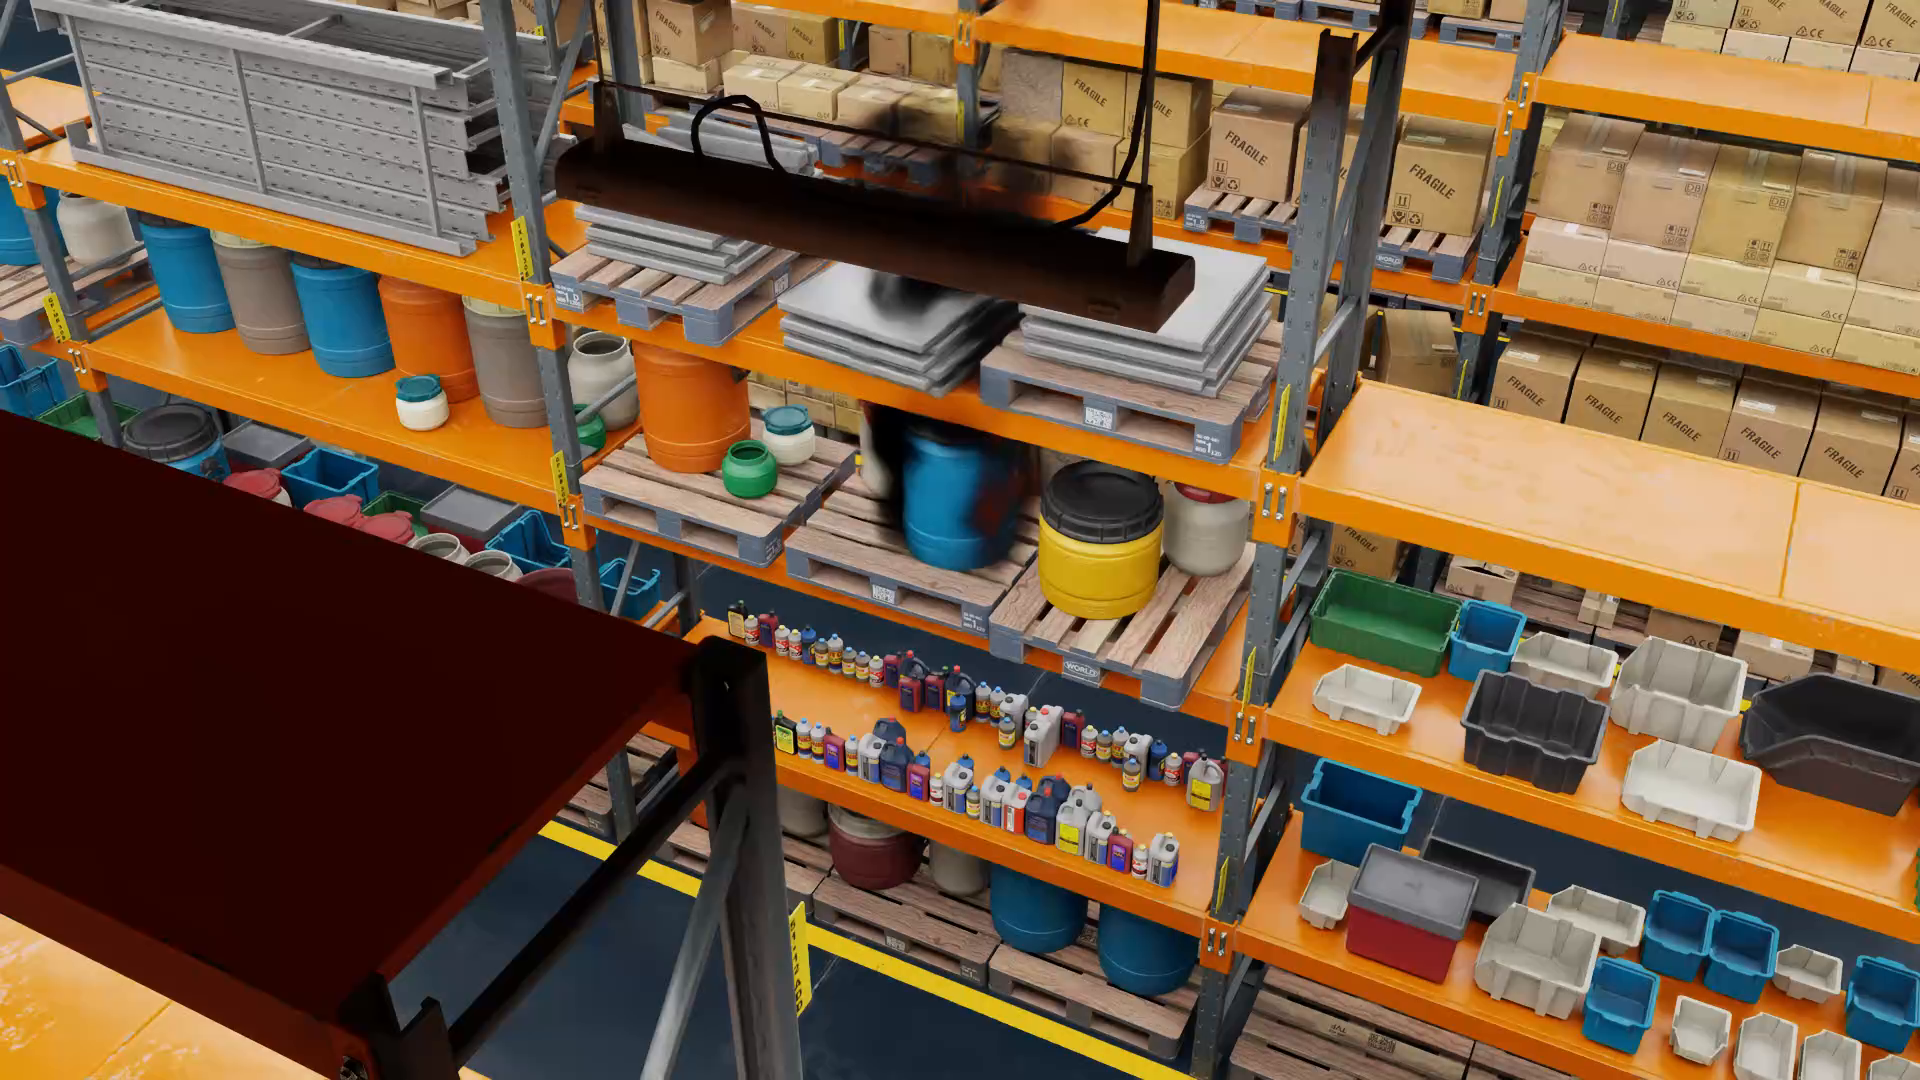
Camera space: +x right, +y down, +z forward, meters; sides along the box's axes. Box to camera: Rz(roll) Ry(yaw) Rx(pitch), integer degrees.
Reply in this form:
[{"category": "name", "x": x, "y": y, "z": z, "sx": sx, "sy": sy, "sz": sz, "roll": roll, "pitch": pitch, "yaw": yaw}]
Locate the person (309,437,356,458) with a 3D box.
[{"category": "person", "x": -5.460, "y": -1.237, "z": 14.221, "sx": 0.565, "sy": 1.657, "sz": 0.639, "roll": 12, "pitch": 37, "yaw": 16}]
